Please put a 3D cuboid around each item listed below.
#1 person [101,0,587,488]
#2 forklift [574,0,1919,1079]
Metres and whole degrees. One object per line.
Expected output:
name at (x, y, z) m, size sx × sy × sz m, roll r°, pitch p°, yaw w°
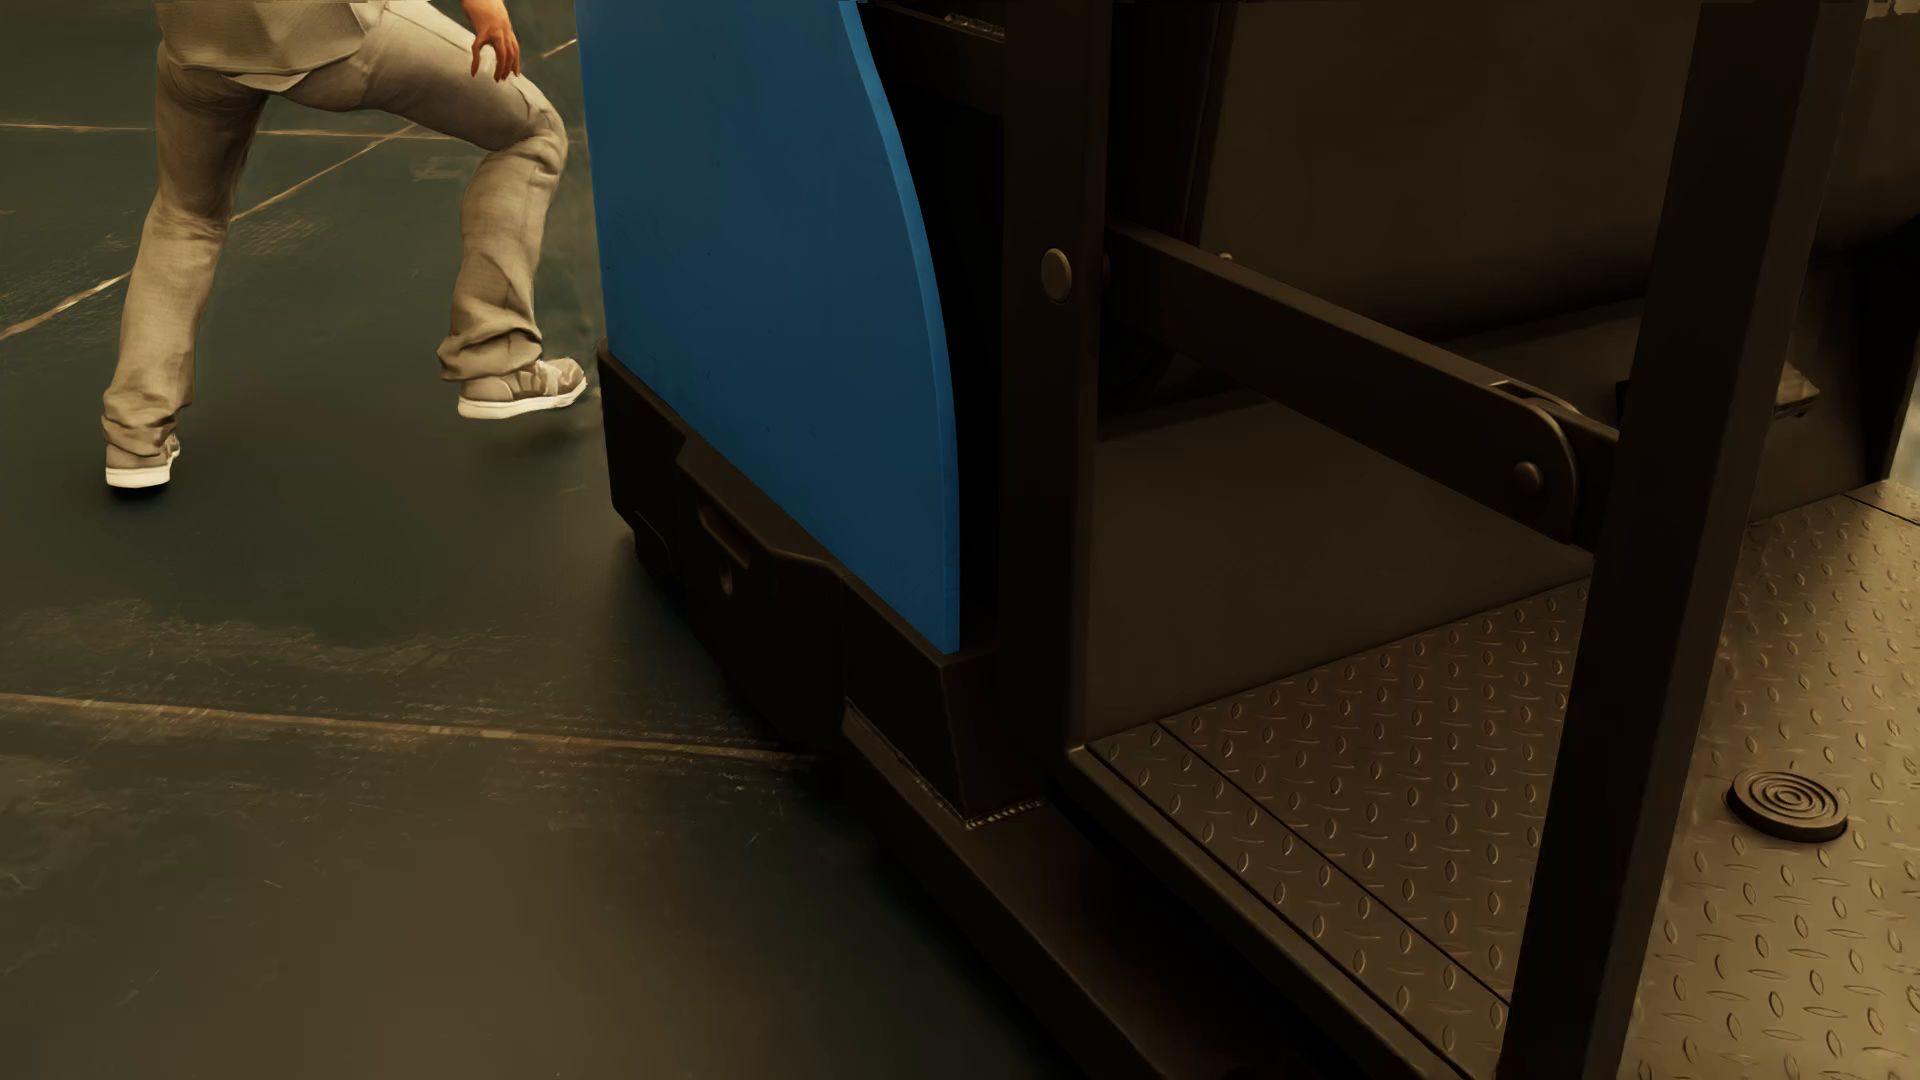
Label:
person at (-1.056, -0.806, 2.507) m, size 0.814 × 1.473 × 0.618 m, roll 9°, pitch 28°, yaw 18°
forklift at (0.654, -0.860, 0.941) m, size 1.130 × 2.935 × 3.031 m, roll -14°, pitch 30°, yaw -26°
